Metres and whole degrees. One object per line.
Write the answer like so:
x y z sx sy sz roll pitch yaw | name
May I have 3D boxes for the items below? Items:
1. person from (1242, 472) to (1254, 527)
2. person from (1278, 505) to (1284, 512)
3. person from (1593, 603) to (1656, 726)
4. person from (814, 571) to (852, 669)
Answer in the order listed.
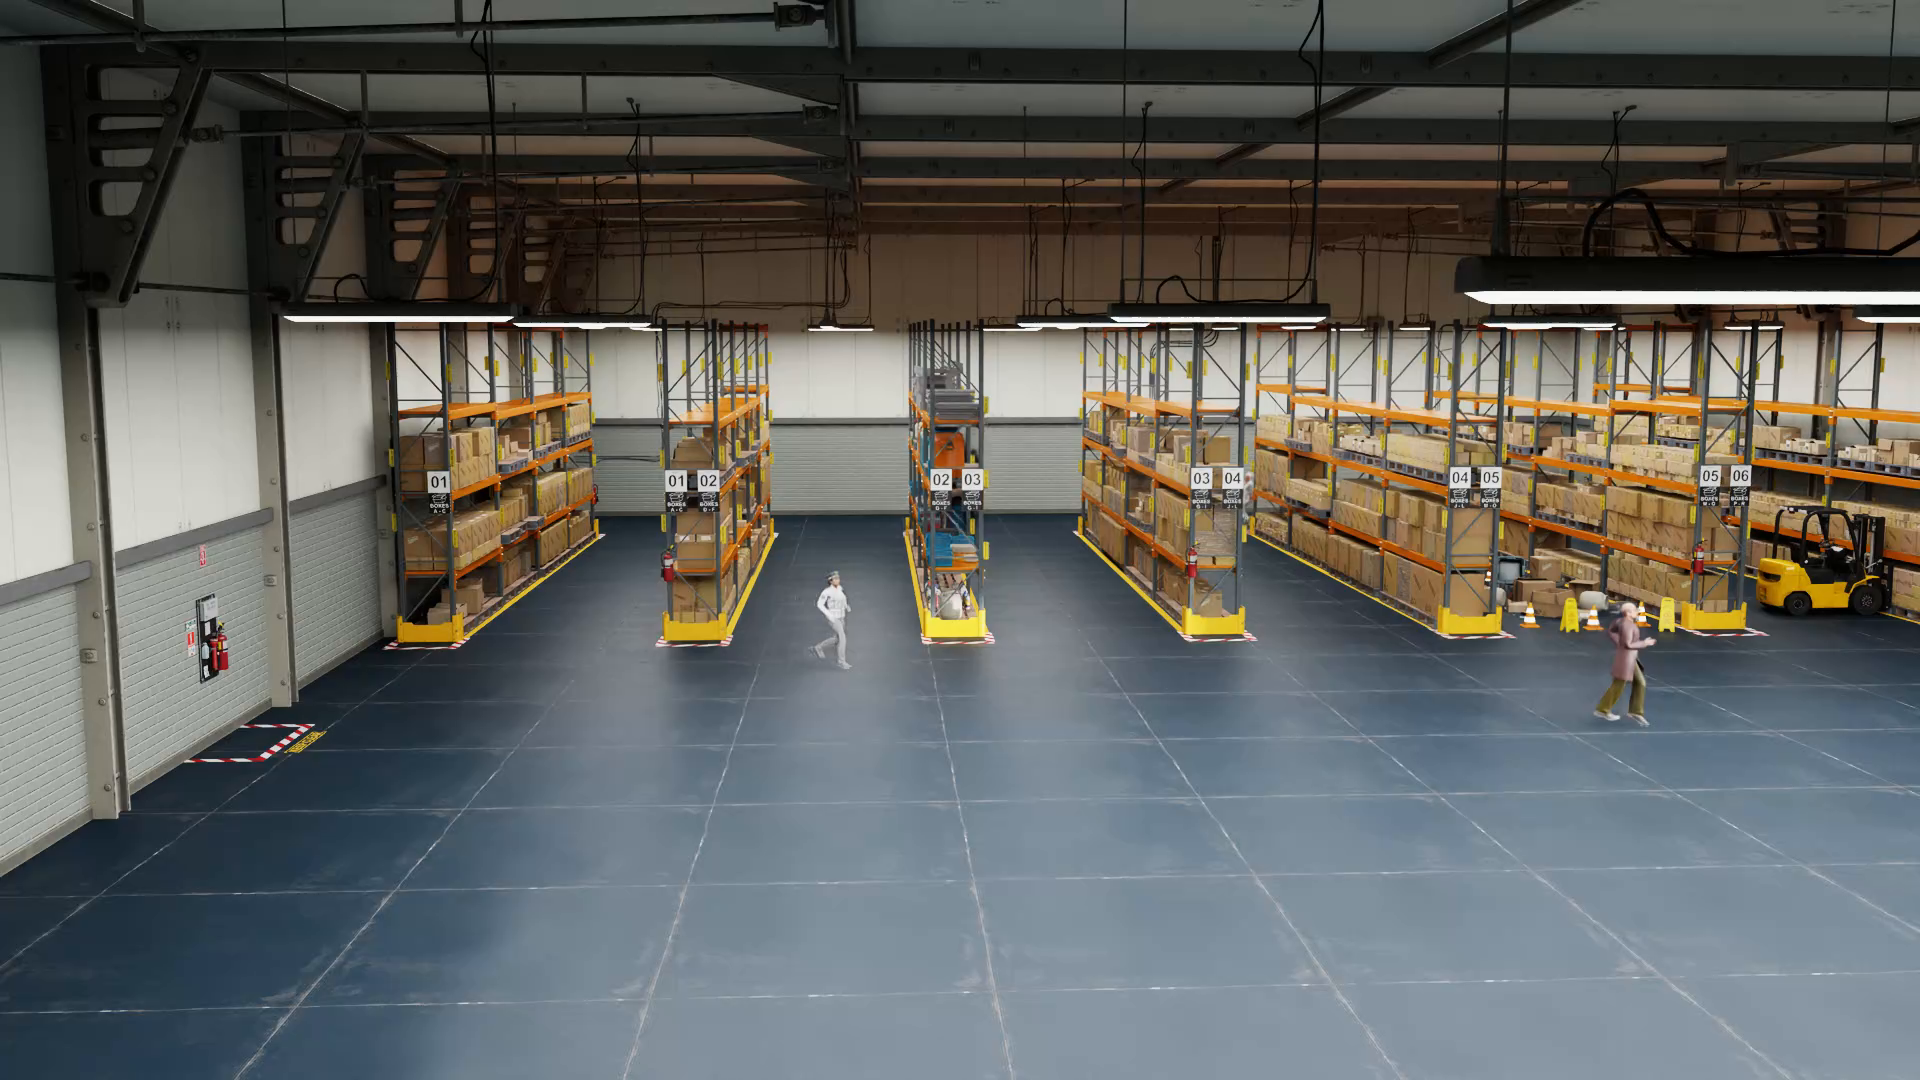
8.423 -1.186 49.203 0.658 1.691 0.762 1 7 9 | person
9.695 -1.103 49.276 0.542 1.519 0.553 0 7 -3 | person
9.771 1.829 24.422 0.811 1.837 0.699 3 8 25 | person
-2.191 1.359 28.733 0.756 1.696 0.611 4 8 30 | person
